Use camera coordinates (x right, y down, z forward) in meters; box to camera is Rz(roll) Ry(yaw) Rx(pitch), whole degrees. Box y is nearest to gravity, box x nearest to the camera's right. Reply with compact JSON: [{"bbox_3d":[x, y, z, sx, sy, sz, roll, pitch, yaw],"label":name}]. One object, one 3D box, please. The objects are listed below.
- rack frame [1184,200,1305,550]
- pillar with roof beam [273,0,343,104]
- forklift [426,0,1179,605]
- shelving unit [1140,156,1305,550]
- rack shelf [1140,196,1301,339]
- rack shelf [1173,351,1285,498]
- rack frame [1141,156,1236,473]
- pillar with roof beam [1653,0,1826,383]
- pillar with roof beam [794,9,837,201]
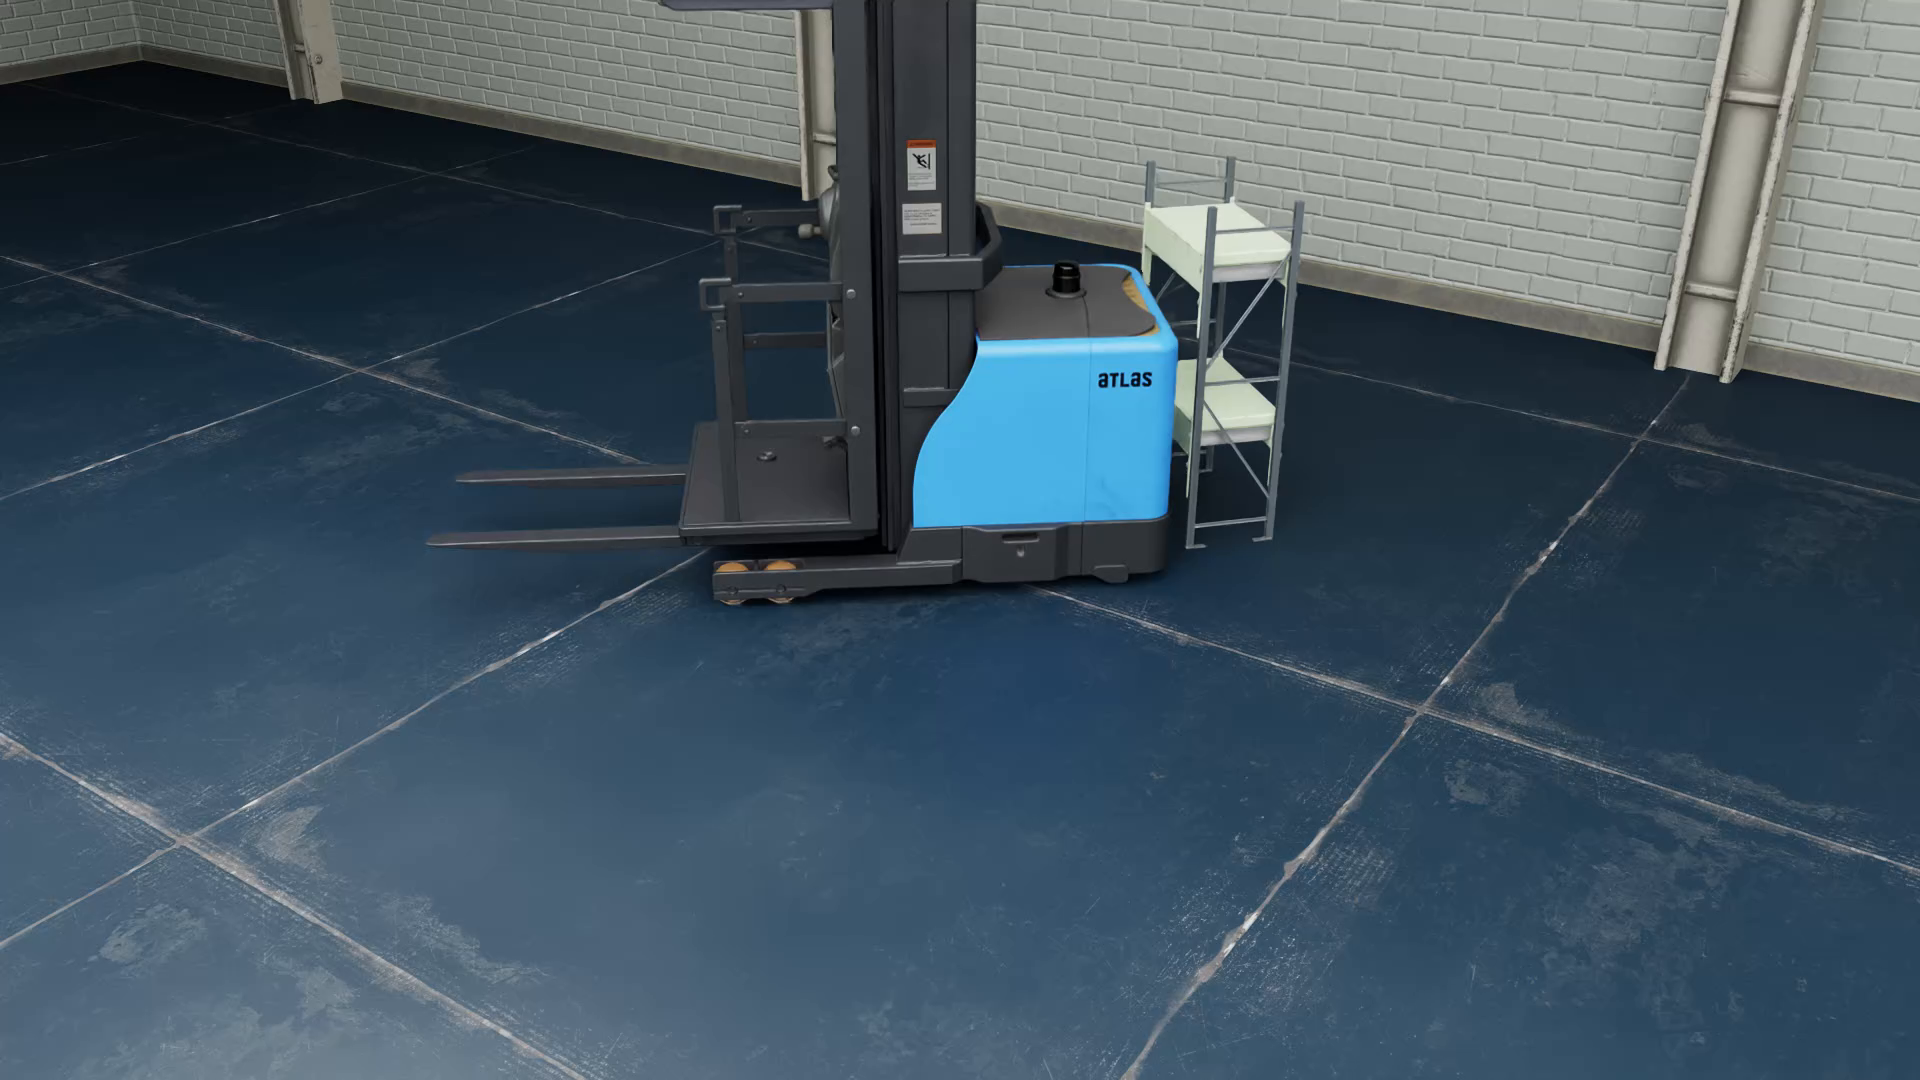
[{"bbox_3d":[1.166,-0.653,6.879,0.400,1.500,0.023,-6,28,-12],"label":"rack frame"},{"bbox_3d":[-8.287,-6.427,9.958,0.400,9.000,9.100,17,32,30],"label":"pillar with roof beam"},{"bbox_3d":[-0.678,-1.294,6.561,3.031,2.935,1.130,-2,27,-4],"label":"forklift"},{"bbox_3d":[1.082,-0.814,7.196,0.431,1.500,0.755,-6,28,-12],"label":"shelving unit"},{"bbox_3d":[1.082,-1.162,7.019,0.431,0.370,0.720,-6,28,-12],"label":"rack shelf"},{"bbox_3d":[1.082,-0.524,7.344,0.431,0.370,0.720,-6,28,-12],"label":"rack shelf"},{"bbox_3d":[0.999,-0.976,7.514,0.400,1.500,0.023,-6,28,-12],"label":"rack frame"},{"bbox_3d":[1.604,-3.346,3.903,0.400,9.000,9.100,17,32,30],"label":"pillar with roof beam"},{"bbox_3d":[-3.342,-4.887,6.931,0.400,9.000,9.100,17,32,30],"label":"pillar with roof beam"}]
